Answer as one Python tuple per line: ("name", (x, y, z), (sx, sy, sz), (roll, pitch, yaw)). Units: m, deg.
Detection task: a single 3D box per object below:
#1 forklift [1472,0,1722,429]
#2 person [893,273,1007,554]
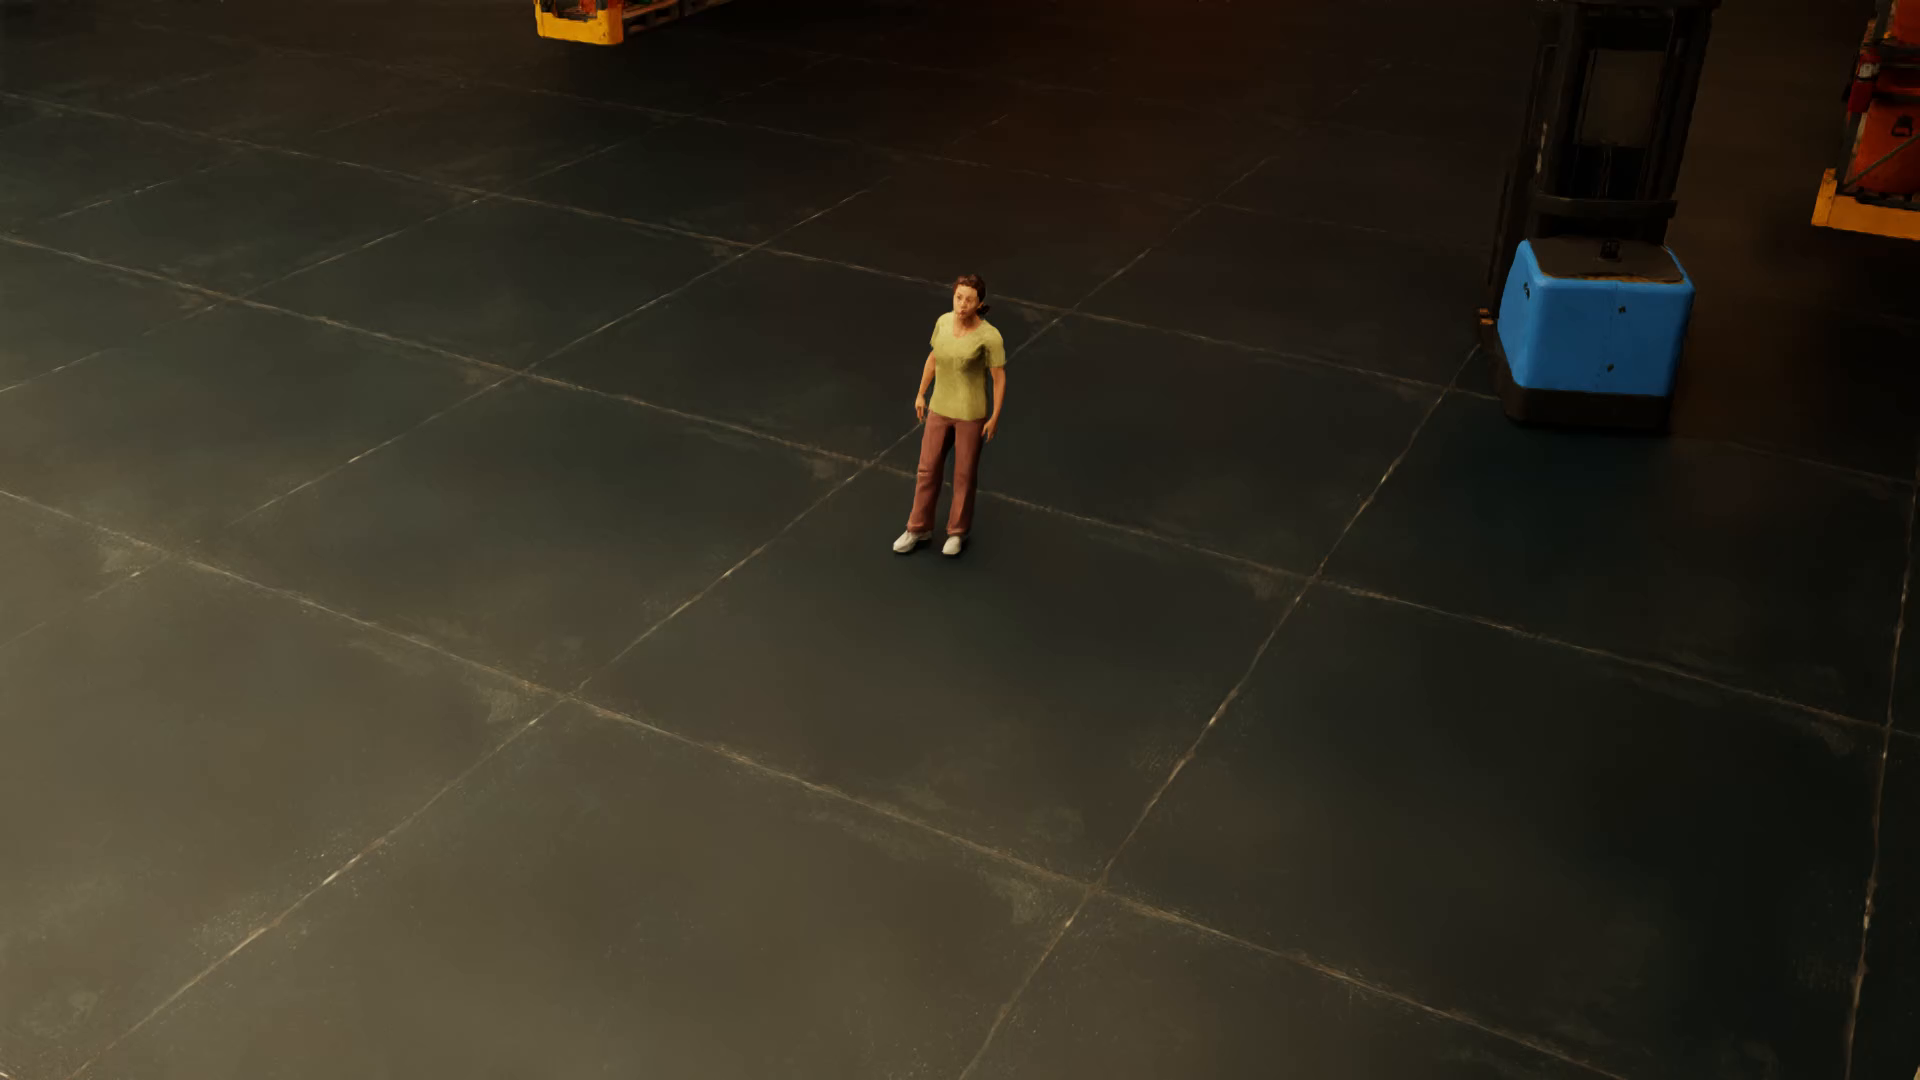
("forklift", (4.469, -2.729, 11.799), (1.130, 2.935, 3.031), (4, 30, 8))
("person", (-0.045, -0.702, 9.529), (0.554, 1.674, 0.548), (15, 33, 25))
